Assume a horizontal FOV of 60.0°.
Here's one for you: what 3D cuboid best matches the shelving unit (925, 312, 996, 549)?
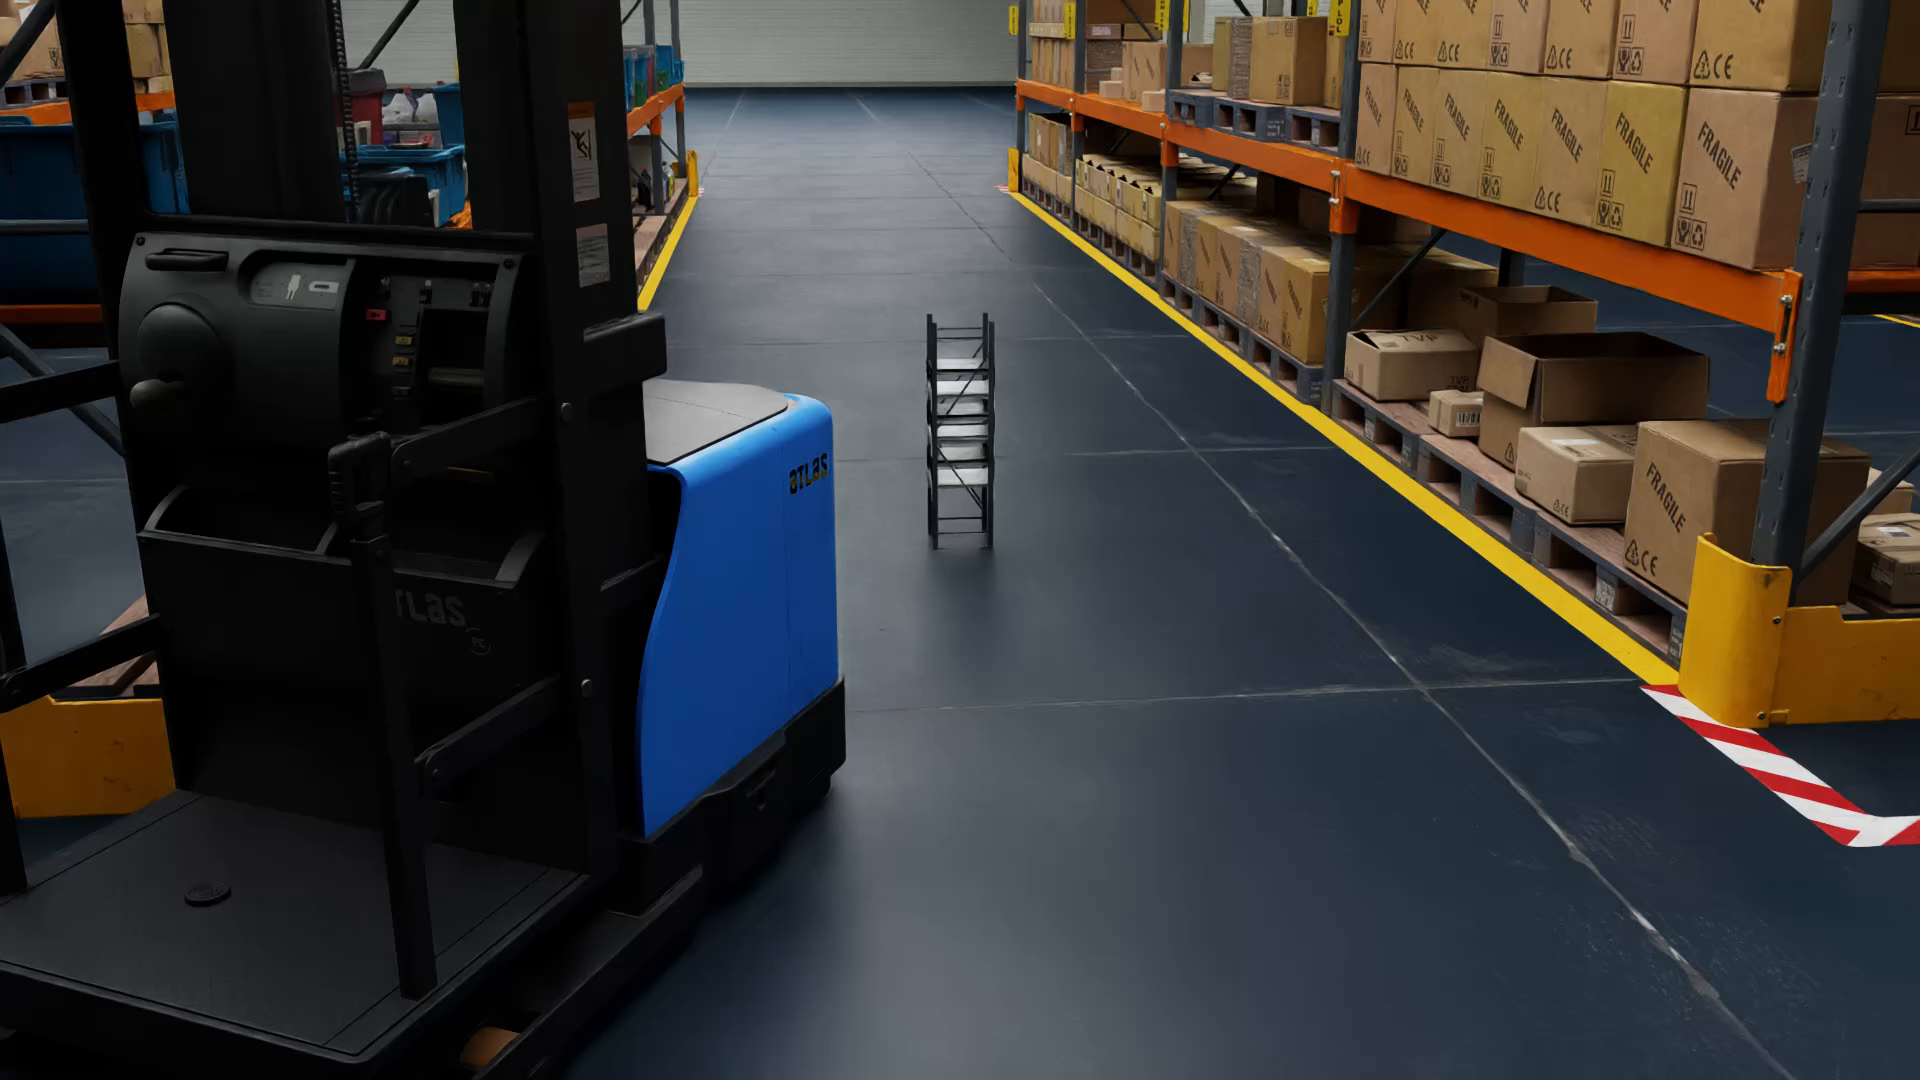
[{"bbox_3d":[0.001,-0.427,6.535,0.258,0.900,0.210,-2,18,-6],"label":"shelving unit"}]

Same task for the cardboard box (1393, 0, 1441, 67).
[{"bbox_3d":[2.243,-2.332,7.263,0.500,0.500,0.500,-2,18,-7],"label":"cardboard box"}]

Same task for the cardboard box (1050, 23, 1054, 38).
[{"bbox_3d":[1.167,-5.461,17.815,0.380,0.149,0.250,-2,18,-5],"label":"cardboard box"}]

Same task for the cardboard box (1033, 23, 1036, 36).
[{"bbox_3d":[1.039,-5.841,19.024,0.380,0.149,0.250,-2,18,-7],"label":"cardboard box"}]

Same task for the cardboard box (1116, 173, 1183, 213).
[{"bbox_3d":[1.600,-2.912,13.897,0.500,0.311,0.500,-2,18,-6],"label":"cardboard box"}]

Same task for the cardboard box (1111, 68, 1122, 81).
[{"bbox_3d":[1.690,-4.277,15.543,0.500,0.250,0.500,-1,17,-2],"label":"cardboard box"}]

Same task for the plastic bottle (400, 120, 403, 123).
[{"bbox_3d":[-2.861,-2.047,8.520,0.097,0.201,0.097,0,17,0],"label":"plastic bottle"}]

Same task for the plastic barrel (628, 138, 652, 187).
[{"bbox_3d":[-3.549,-4.204,18.513,0.421,0.512,0.421,0,17,0],"label":"plastic barrel"}]

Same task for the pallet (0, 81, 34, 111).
[{"bbox_3d":[-8.091,-3.494,13.120,1.003,0.211,1.213,-2,18,-6],"label":"pallet"}]

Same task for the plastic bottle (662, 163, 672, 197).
[{"bbox_3d":[-3.065,-3.724,17.220,0.144,0.351,0.185,-2,18,-6],"label":"plastic bottle"}]

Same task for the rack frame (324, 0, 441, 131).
[{"bbox_3d":[-2.507,-1.959,7.908,1.000,3.000,0.127,-2,18,-6],"label":"rack frame"}]

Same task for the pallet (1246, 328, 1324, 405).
[{"bbox_3d":[2.299,-1.021,9.578,1.003,0.211,1.213,-2,18,-6],"label":"pallet"}]

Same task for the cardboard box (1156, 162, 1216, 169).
[{"bbox_3d":[2.032,-3.235,14.926,0.500,0.311,0.500,-2,18,-6],"label":"cardboard box"}]

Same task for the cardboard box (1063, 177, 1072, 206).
[{"bbox_3d":[1.330,-3.514,16.751,0.500,0.250,0.500,-2,18,-6],"label":"cardboard box"}]

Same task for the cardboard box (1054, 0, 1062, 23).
[{"bbox_3d":[1.388,-5.741,17.624,0.700,0.500,0.500,-2,18,-6],"label":"cardboard box"}]

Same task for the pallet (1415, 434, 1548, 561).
[{"bbox_3d":[2.620,-0.211,6.997,1.003,0.211,1.213,-2,18,-6],"label":"pallet"}]

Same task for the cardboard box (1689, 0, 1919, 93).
[{"bbox_3d":[2.514,-1.568,4.826,0.500,0.500,0.500,-2,18,-6],"label":"cardboard box"}]

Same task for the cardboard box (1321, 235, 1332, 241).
[{"bbox_3d":[2.503,-1.587,10.163,0.500,0.500,0.500,-2,17,-5],"label":"cardboard box"}]

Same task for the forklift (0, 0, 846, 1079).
[{"bbox_3d":[-1.319,-0.385,3.011,1.130,2.935,3.031,7,19,20],"label":"forklift"}]

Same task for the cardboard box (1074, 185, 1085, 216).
[{"bbox_3d":[1.391,-3.255,15.926,0.500,0.250,0.500,-2,18,-7],"label":"cardboard box"}]

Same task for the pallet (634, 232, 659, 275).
[{"bbox_3d":[-3.083,-2.415,14.016,1.003,0.211,1.213,-2,18,-6],"label":"pallet"}]

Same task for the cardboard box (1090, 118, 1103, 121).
[{"bbox_3d":[1.702,-4.335,18.115,0.500,0.500,0.500,-2,18,-6],"label":"cardboard box"}]

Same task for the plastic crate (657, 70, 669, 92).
[{"bbox_3d":[-3.191,-4.654,16.848,0.450,0.188,0.662,-2,18,-6],"label":"plastic crate"}]

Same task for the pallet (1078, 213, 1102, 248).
[{"bbox_3d":[1.710,-2.945,15.706,1.003,0.211,1.213,-2,18,-6],"label":"pallet"}]

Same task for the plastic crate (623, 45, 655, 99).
[{"bbox_3d":[-2.977,-4.238,15.061,0.402,0.464,0.583,-2,18,-6],"label":"plastic crate"}]

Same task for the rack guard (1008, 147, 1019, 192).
[{"bbox_3d":[1.181,-4.500,20.177,1.175,0.500,0.348,-2,18,-6],"label":"rack guard"}]

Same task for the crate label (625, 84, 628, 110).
[{"bbox_3d":[-2.590,-3.208,12.166,0.303,0.233,0.416,-2,18,-6],"label":"crate label"}]

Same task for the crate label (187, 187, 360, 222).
[{"bbox_3d":[-1.792,-0.799,4.395,0.416,0.233,0.303,-2,18,-6],"label":"crate label"}]

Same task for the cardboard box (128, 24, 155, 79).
[{"bbox_3d":[-8.260,-4.665,15.864,0.875,0.500,0.500,-2,18,-6],"label":"cardboard box"}]

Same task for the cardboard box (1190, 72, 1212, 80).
[{"bbox_3d":[2.109,-3.532,13.069,0.500,0.311,0.500,-2,18,-6],"label":"cardboard box"}]

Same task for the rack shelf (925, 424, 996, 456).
[{"bbox_3d":[0.001,-0.395,6.545,0.258,0.077,0.200,-2,18,-6],"label":"rack shelf"}]

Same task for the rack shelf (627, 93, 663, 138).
[{"bbox_3d":[-3.125,-3.403,13.710,1.077,0.370,4.000,-2,18,-6],"label":"rack shelf"}]

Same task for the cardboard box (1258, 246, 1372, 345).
[{"bbox_3d":[2.042,-1.414,9.610,0.500,0.500,0.500,-2,18,-5],"label":"cardboard box"}]

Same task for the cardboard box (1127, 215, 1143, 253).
[{"bbox_3d":[1.655,-2.493,13.501,0.500,0.250,0.500,-2,18,-6],"label":"cardboard box"}]

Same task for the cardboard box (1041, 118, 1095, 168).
[{"bbox_3d":[1.169,-4.318,18.062,0.500,0.500,0.500,-2,18,-6],"label":"cardboard box"}]

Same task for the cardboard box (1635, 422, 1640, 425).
[{"bbox_3d":[2.956,-0.286,6.435,0.500,0.250,0.500,-2,18,-6],"label":"cardboard box"}]

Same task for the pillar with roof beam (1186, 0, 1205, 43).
[{"bbox_3d":[0.904,-13.750,35.451,9.100,9.000,0.400,-2,18,-6],"label":"pillar with roof beam"}]

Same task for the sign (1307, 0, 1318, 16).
[{"bbox_3d":[2.547,-3.836,12.089,0.100,0.325,0.005,-2,18,-6],"label":"sign"}]

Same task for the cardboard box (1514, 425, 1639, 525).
[{"bbox_3d":[2.464,-0.255,6.338,0.500,0.250,0.500,-2,18,-6],"label":"cardboard box"}]

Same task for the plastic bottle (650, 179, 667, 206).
[{"bbox_3d":[-2.989,-3.456,16.492,0.152,0.276,0.135,-1,17,-4],"label":"plastic bottle"}]

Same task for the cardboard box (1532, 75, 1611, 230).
[{"bbox_3d":[2.413,-1.395,5.945,0.500,0.500,0.500,-2,18,-5],"label":"cardboard box"}]

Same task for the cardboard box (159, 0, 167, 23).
[{"bbox_3d":[-8.218,-5.444,16.678,0.500,0.500,0.500,-2,18,-6],"label":"cardboard box"}]

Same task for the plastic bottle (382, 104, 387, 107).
[{"bbox_3d":[-2.938,-2.078,8.483,0.061,0.283,0.133,-2,18,-6],"label":"plastic bottle"}]

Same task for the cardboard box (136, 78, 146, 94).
[{"bbox_3d":[-8.083,-4.365,15.993,0.380,0.149,0.250,-2,18,-6],"label":"cardboard box"}]

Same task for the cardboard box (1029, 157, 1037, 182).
[{"bbox_3d":[1.072,-4.259,19.124,0.500,0.250,0.500,-2,18,-6],"label":"cardboard box"}]

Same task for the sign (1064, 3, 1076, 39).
[{"bbox_3d":[1.044,-4.927,15.786,0.100,0.325,0.005,-2,18,-6],"label":"sign"}]

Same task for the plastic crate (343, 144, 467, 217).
[{"bbox_3d":[-1.959,-1.281,5.929,0.416,0.233,0.300,-2,18,-6],"label":"plastic crate"}]

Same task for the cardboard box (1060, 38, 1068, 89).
[{"bbox_3d":[1.435,-4.980,17.366,0.700,0.500,0.500,-2,17,-5],"label":"cardboard box"}]

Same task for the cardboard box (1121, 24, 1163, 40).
[{"bbox_3d":[1.761,-4.937,16.146,0.380,0.149,0.250,-2,18,-6],"label":"cardboard box"}]

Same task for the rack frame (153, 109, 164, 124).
[{"bbox_3d":[-8.671,-5.381,18.809,1.000,3.000,0.127,-2,18,-6],"label":"rack frame"}]

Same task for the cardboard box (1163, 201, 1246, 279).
[{"bbox_3d":[1.771,-2.175,12.036,0.500,0.500,0.500,-1,17,-3],"label":"cardboard box"}]
